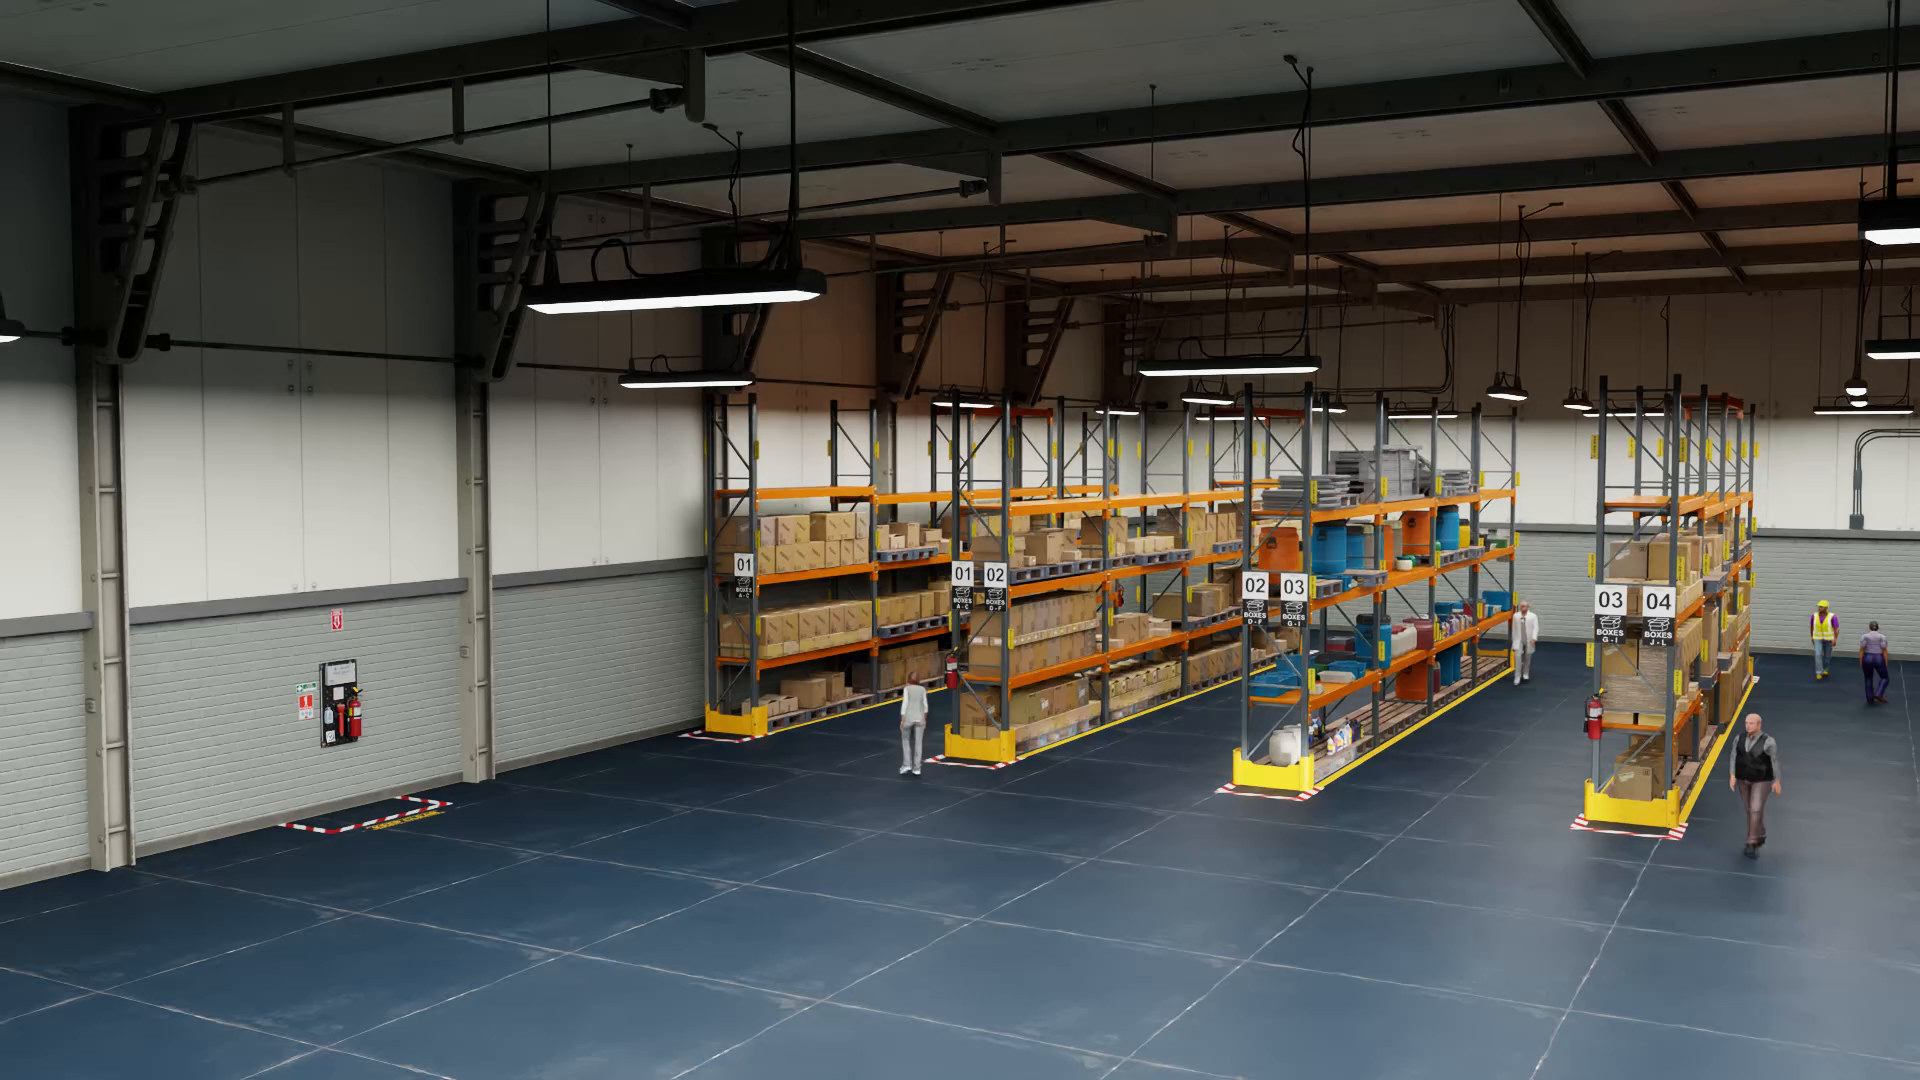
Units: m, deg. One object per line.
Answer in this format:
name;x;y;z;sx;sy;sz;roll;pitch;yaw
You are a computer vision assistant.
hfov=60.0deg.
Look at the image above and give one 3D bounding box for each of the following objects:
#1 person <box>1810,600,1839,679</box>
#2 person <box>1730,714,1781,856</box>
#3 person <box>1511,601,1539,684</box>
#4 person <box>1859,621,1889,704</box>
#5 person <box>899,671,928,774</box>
person;18.878;2.171;36.314;0.548;1.710;1.081;2;3;26
person;9.853;3.012;20.736;0.886;1.685;0.573;-2;4;-34
person;12.149;2.281;35.768;0.551;1.547;1.036;1;3;16
person;18.004;2.425;32.735;0.541;1.632;0.513;2;4;36
person;-0.709;2.837;25.715;0.463;1.618;0.632;-1;3;-14
